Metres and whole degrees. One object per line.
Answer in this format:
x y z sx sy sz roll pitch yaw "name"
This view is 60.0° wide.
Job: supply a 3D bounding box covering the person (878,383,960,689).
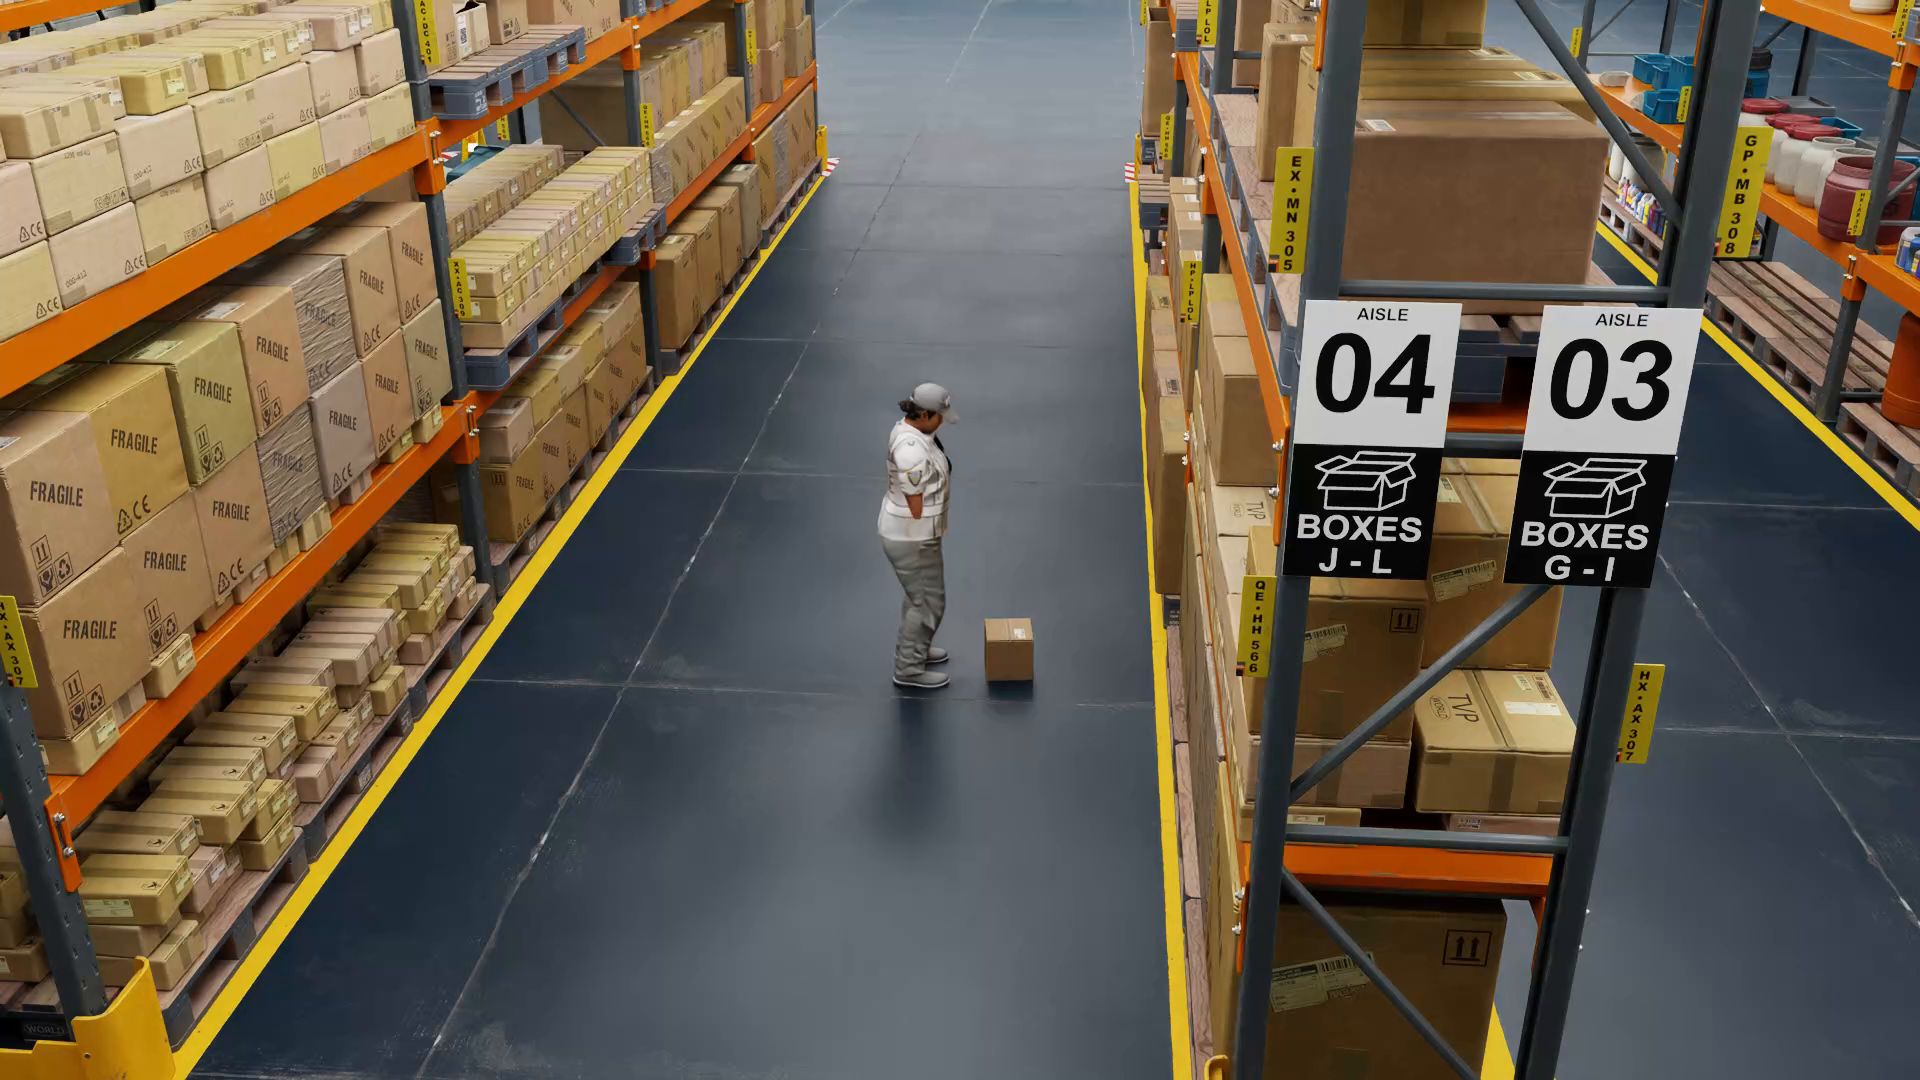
-0.215 -0.038 8.726 0.429 1.643 0.483 0 25 -1 "person"
